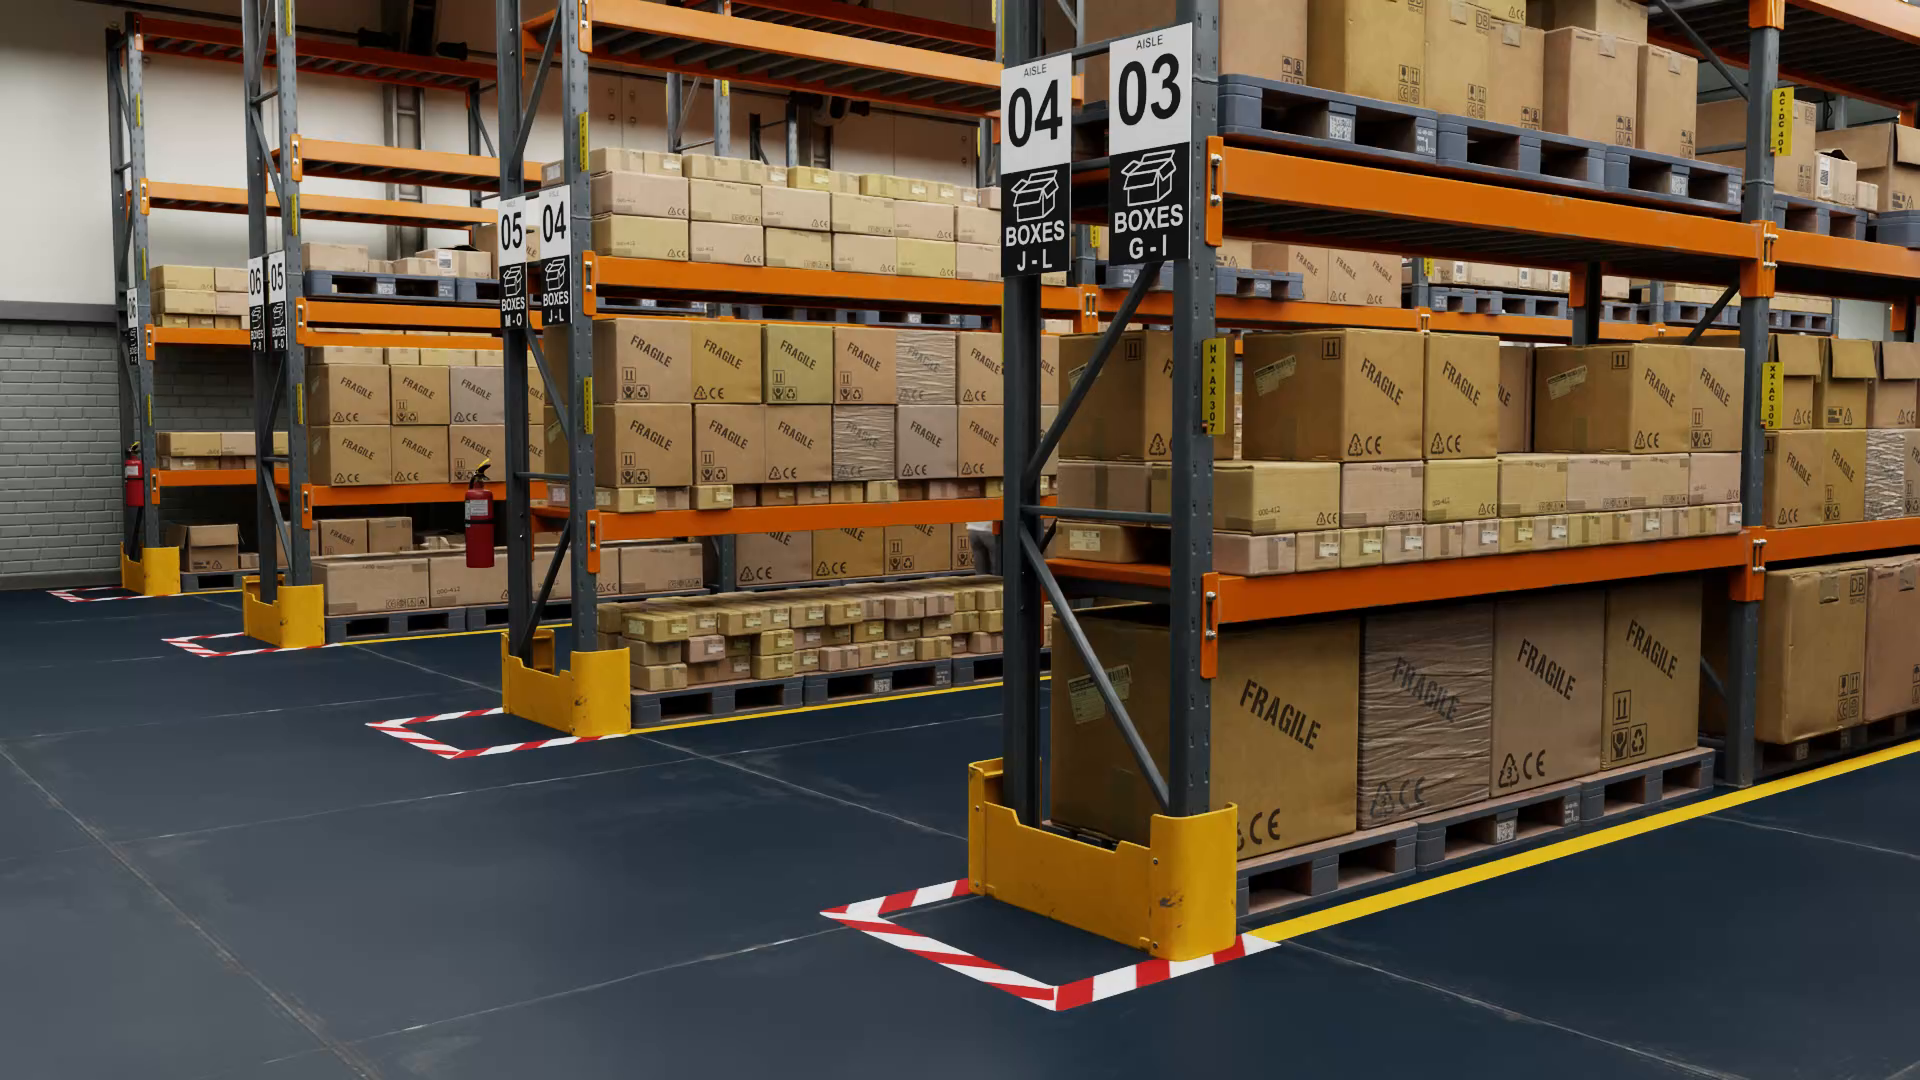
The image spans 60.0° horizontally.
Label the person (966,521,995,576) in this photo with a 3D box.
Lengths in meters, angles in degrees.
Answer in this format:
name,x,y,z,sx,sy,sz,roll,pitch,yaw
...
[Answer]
name,x,y,z,sx,sy,sz,roll,pitch,yaw
person,0.256,-0.069,14.262,0.359,1.767,0.532,-3,5,-37
